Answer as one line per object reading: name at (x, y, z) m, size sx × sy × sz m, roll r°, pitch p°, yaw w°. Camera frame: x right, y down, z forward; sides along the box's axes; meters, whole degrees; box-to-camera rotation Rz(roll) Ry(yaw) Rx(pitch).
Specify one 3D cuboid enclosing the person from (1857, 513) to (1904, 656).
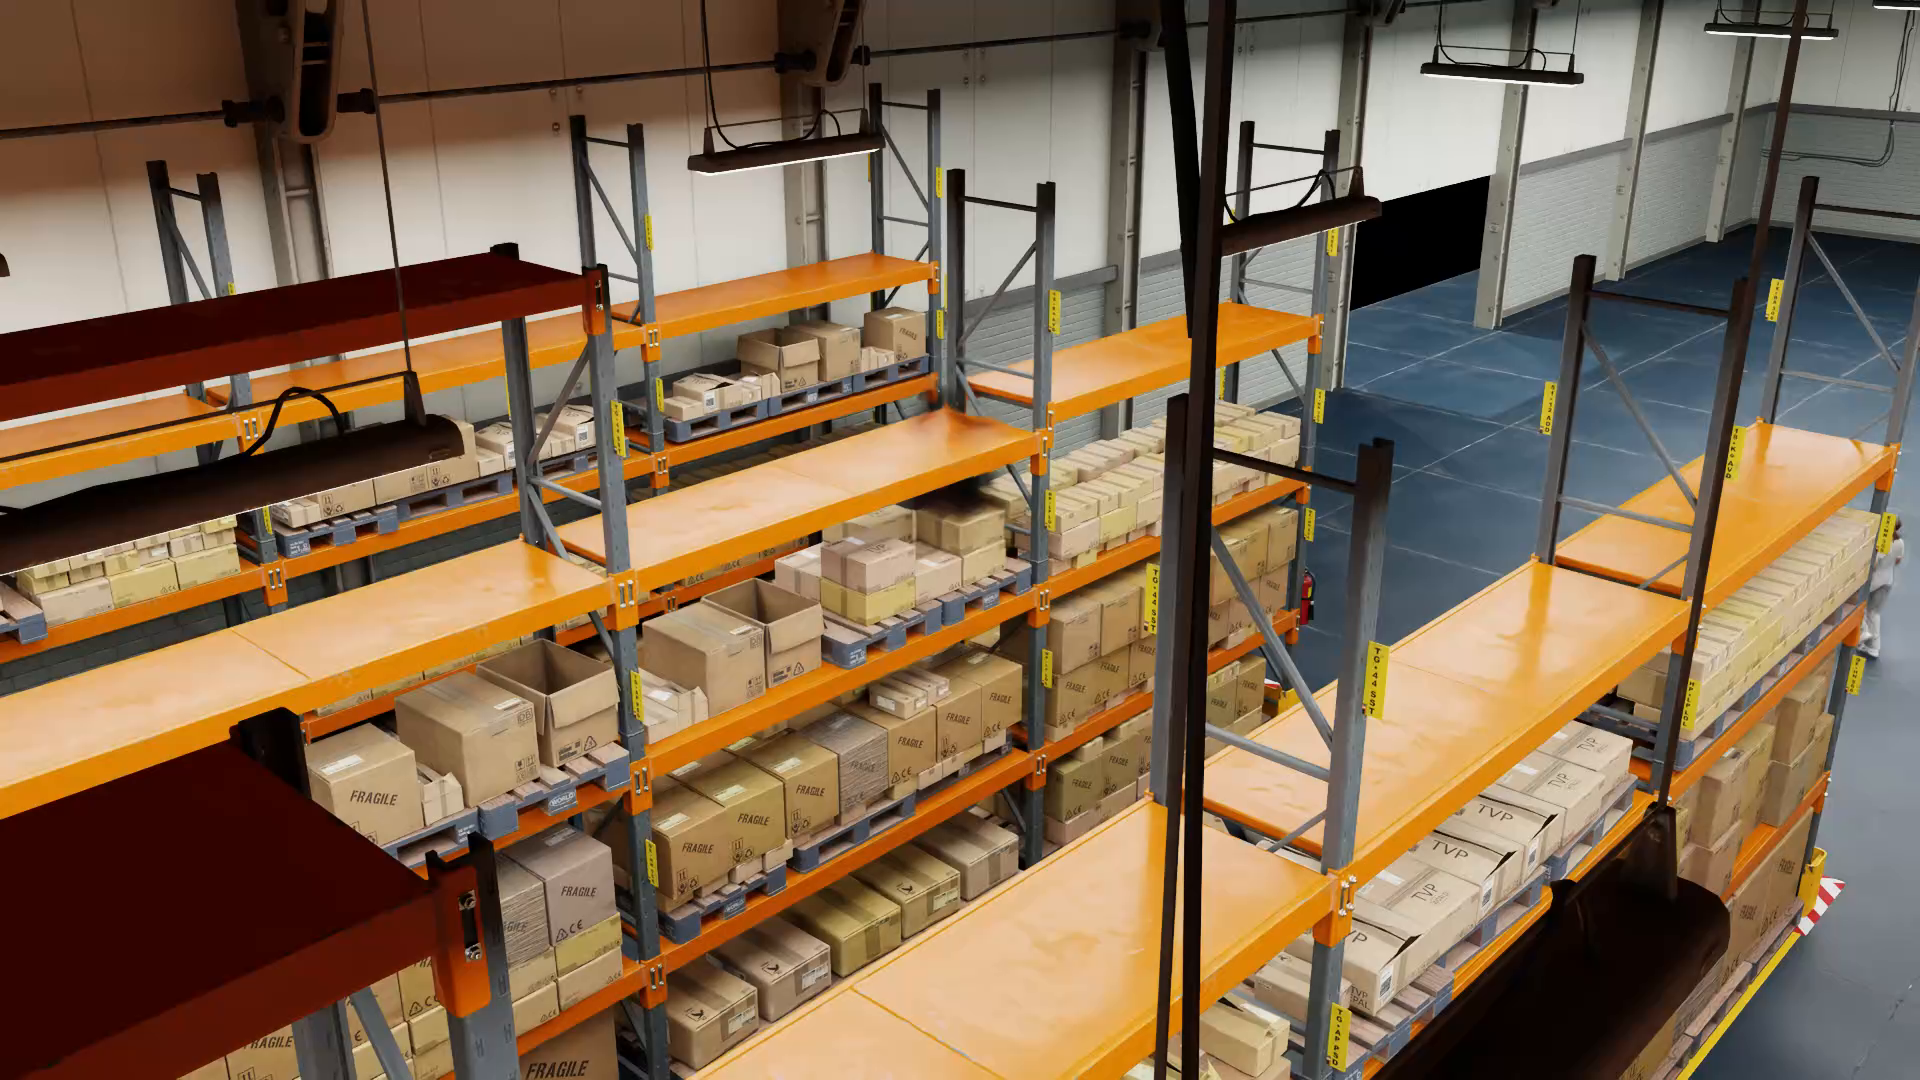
person at (10.168, 0.455, 18.568) m, size 0.544 × 1.618 × 0.605 m, roll -4°, pitch 22°, yaw -11°
